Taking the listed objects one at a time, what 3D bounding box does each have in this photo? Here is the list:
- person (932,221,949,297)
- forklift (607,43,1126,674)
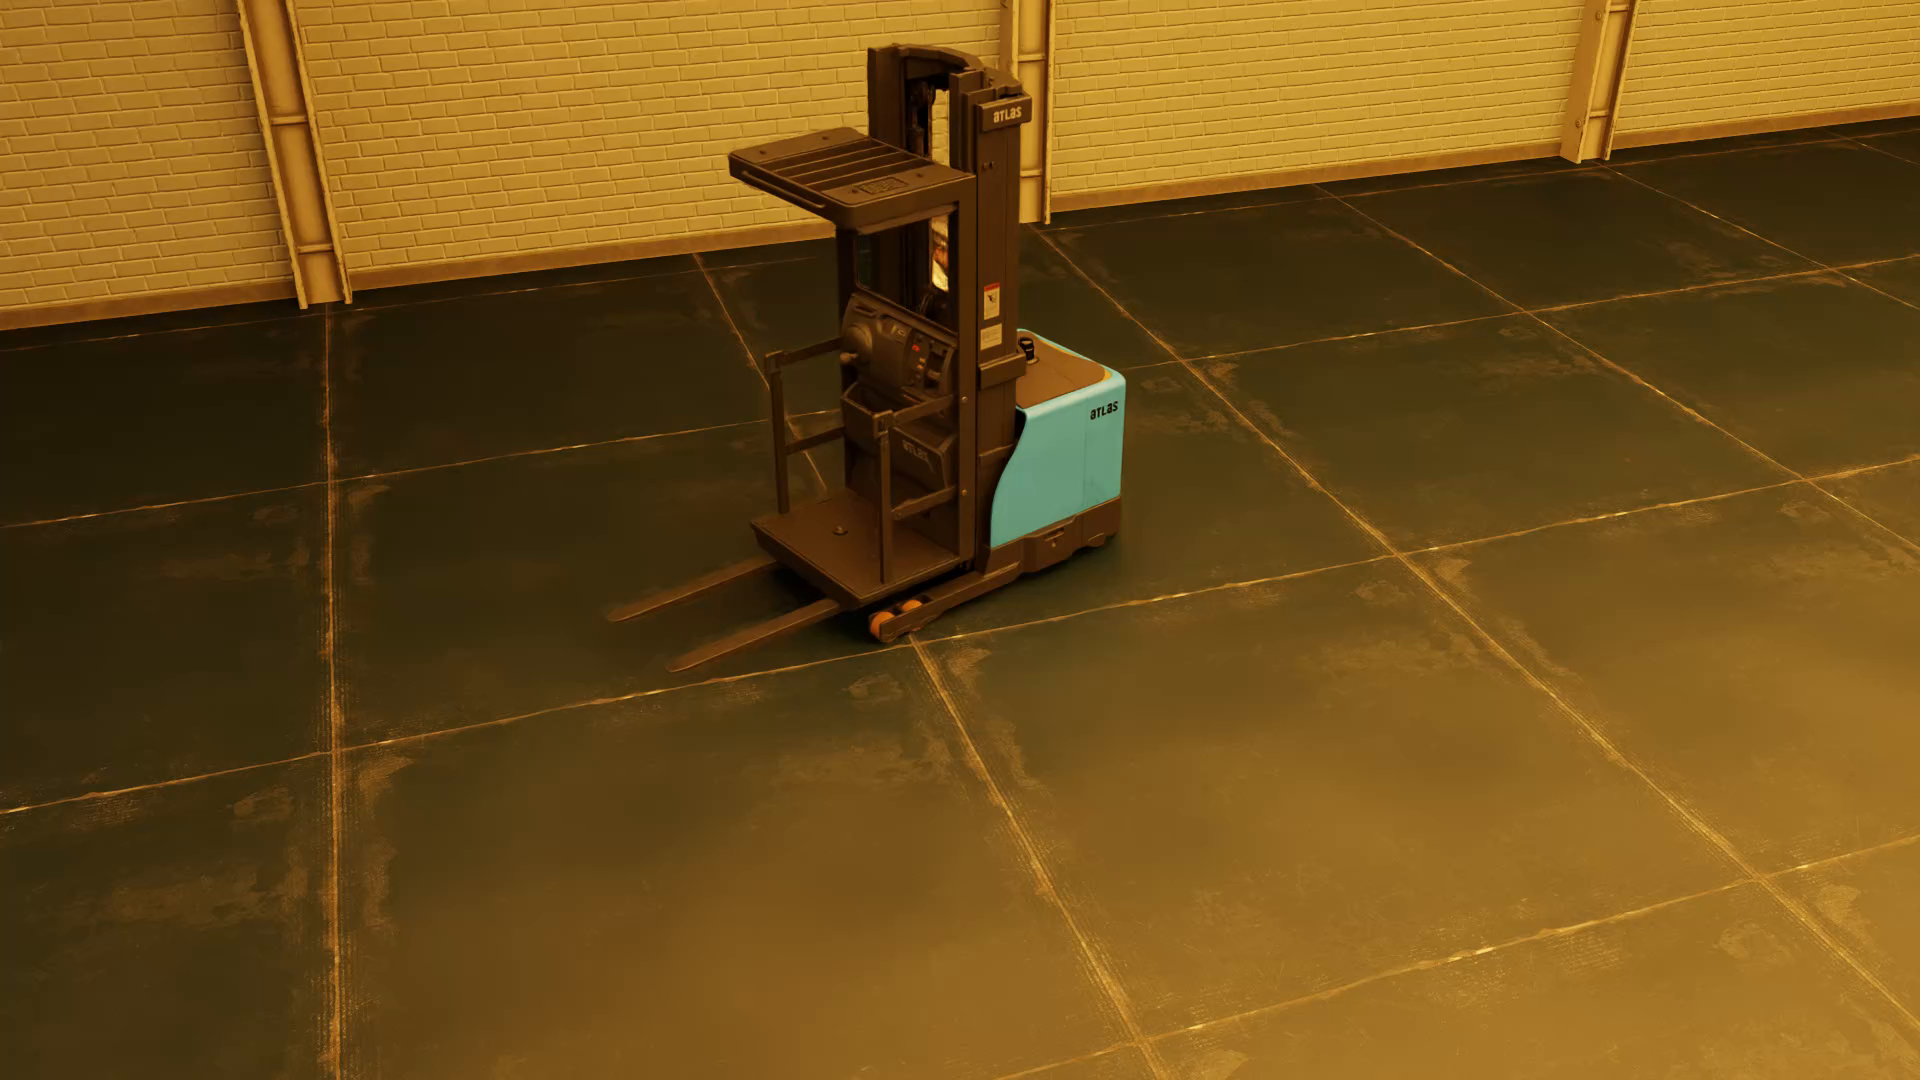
[{"bbox_3d":[-0.038,-1.412,11.024,0.634,1.449,1.140,0,30,1],"label":"person"},{"bbox_3d":[-0.499,-1.008,8.840,3.031,2.935,1.130,-22,36,-33],"label":"forklift"}]
